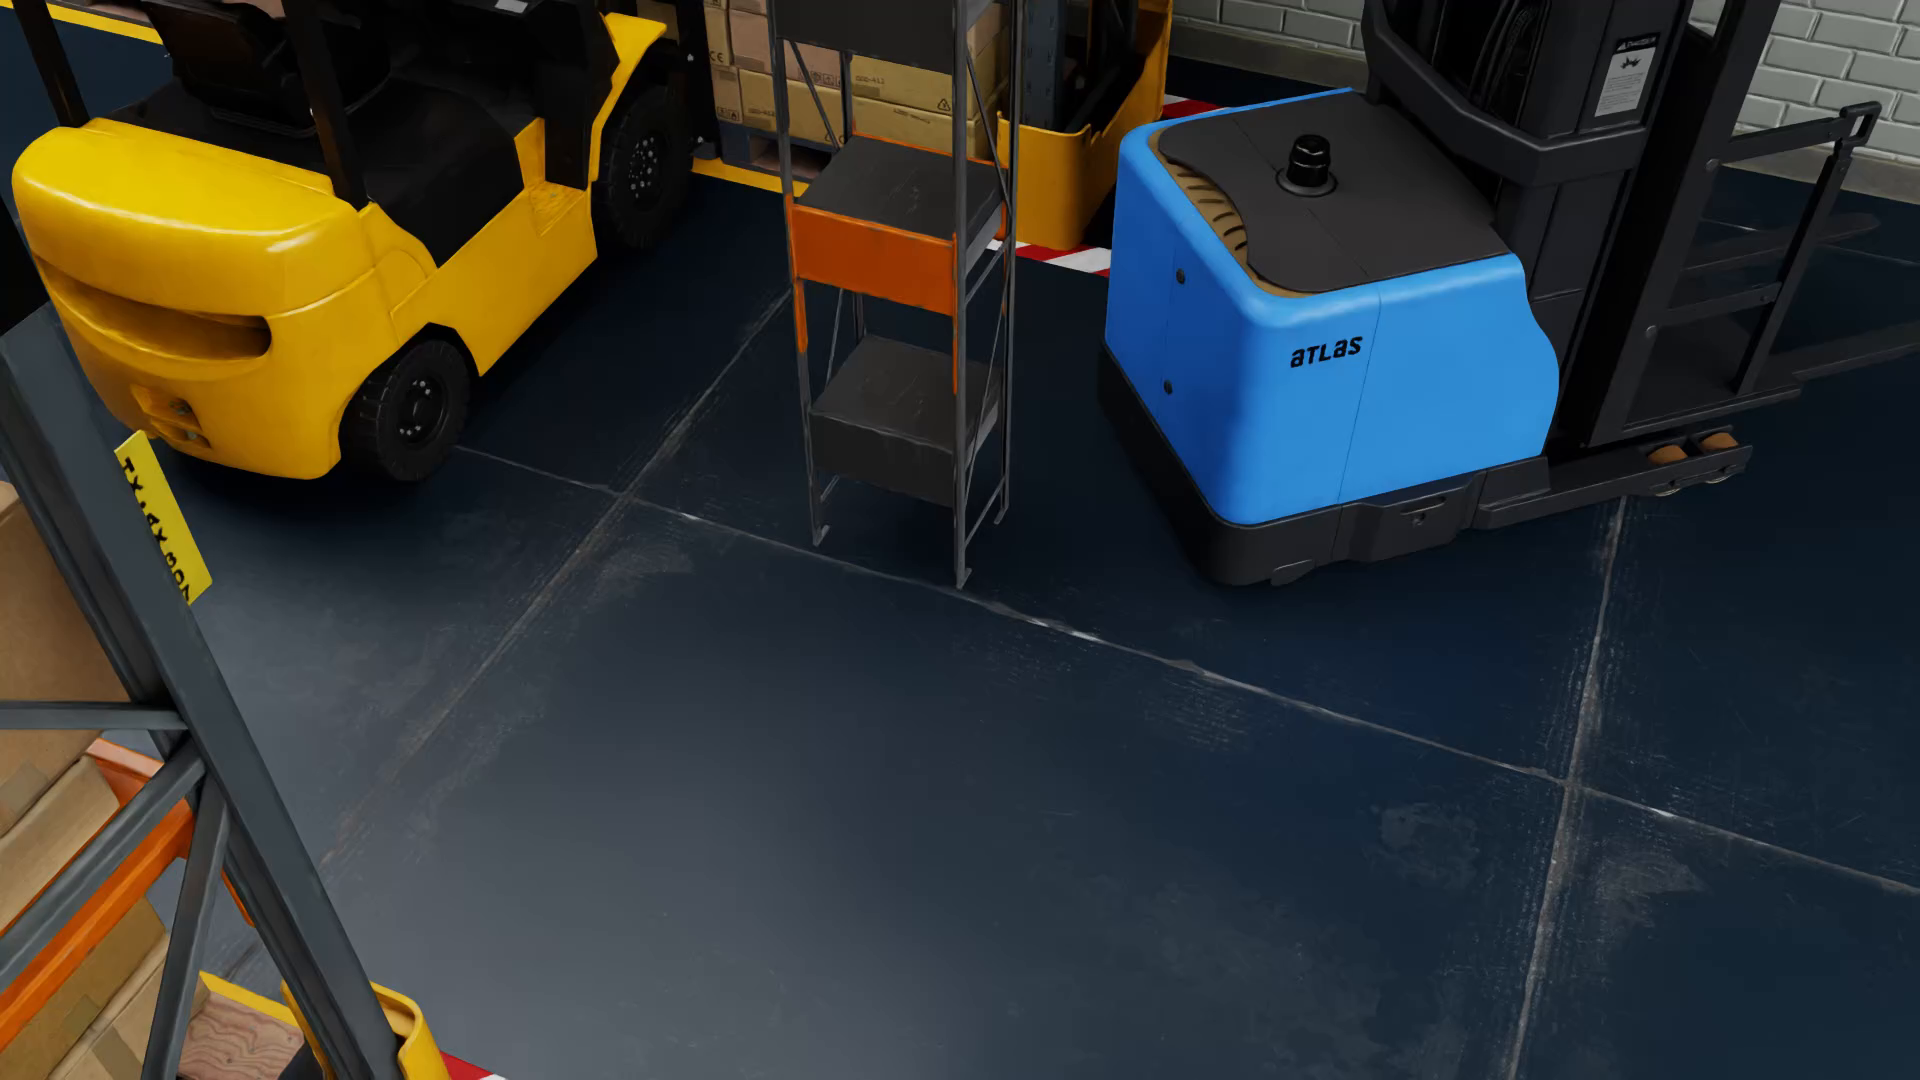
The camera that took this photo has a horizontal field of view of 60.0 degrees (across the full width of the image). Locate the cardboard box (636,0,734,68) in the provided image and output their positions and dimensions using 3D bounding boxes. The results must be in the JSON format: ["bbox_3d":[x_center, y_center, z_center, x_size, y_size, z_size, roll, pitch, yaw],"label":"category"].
[{"bbox_3d":[-1.036,-2.138,6.569,0.500,0.250,0.500,15,47,15],"label":"cardboard box"}]

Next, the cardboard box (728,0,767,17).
[{"bbox_3d":[-0.541,-2.173,6.250,0.500,0.250,0.500,17,47,17],"label":"cardboard box"}]

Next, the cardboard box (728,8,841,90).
[{"bbox_3d":[-0.551,-2.011,6.442,0.500,0.250,0.500,16,47,15],"label":"cardboard box"}]

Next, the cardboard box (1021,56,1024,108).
[{"bbox_3d":[0.099,-2.023,6.808,0.500,0.250,0.500,17,47,16],"label":"cardboard box"}]

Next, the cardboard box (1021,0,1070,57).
[{"bbox_3d":[0.123,-2.202,6.634,0.500,0.250,0.500,17,47,17],"label":"cardboard box"}]

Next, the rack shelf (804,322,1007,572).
[{"bbox_3d":[-0.153,-0.283,5.058,0.480,0.518,0.431,16,47,16],"label":"rack shelf"}]

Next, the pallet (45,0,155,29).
[{"bbox_3d":[-3.909,-2.860,7.975,1.213,0.211,1.003,16,47,16],"label":"pallet"}]

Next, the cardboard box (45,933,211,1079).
[{"bbox_3d":[-2.068,1.071,3.699,0.500,0.250,0.500,16,47,16],"label":"cardboard box"}]

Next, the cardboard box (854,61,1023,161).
[{"bbox_3d":[-0.078,-1.684,6.467,0.500,0.250,0.500,17,47,16],"label":"cardboard box"}]

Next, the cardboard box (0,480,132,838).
[{"bbox_3d":[-1.761,0.194,2.646,0.500,0.500,0.500,16,47,15],"label":"cardboard box"}]

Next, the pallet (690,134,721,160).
[{"bbox_3d":[-1.367,-2.112,7.223,1.213,0.211,1.003,16,47,16],"label":"pallet"}]

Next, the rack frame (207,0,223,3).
[{"bbox_3d":[-3.214,-3.674,6.816,0.127,3.000,1.000,16,47,16],"label":"rack frame"}]

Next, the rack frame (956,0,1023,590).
[{"bbox_3d":[0.072,-0.723,4.488,0.015,2.100,0.400,16,47,16],"label":"rack frame"}]

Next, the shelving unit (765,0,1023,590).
[{"bbox_3d":[-0.153,-0.789,4.555,0.503,2.100,0.431,16,47,16],"label":"shelving unit"}]

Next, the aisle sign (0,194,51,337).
[{"bbox_3d":[-1.254,-0.462,1.745,0.004,0.787,0.394,16,47,16],"label":"aisle sign"}]

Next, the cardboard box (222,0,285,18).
[{"bbox_3d":[-2.895,-2.501,7.289,0.500,0.250,0.500,17,47,16],"label":"cardboard box"}]

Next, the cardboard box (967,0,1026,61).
[{"bbox_3d":[-0.068,-2.038,6.115,0.500,0.250,0.500,18,48,17],"label":"cardboard box"}]

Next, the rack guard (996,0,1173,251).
[{"bbox_3d":[0.499,-1.695,6.599,0.348,0.500,1.175,16,47,16],"label":"rack guard"}]

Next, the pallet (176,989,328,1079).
[{"bbox_3d":[-2.237,1.369,3.725,1.213,0.211,1.003,16,47,16],"label":"pallet"}]

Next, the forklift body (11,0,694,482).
[{"bbox_3d":[-1.975,-1.614,5.348,1.214,2.155,2.313,16,47,16],"label":"forklift body"}]

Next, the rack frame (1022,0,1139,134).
[{"bbox_3d":[0.477,-2.588,5.724,0.127,3.000,1.000,16,47,16],"label":"rack frame"}]

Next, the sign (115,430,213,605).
[{"bbox_3d":[-1.222,-0.016,2.525,0.005,0.325,0.100,16,47,16],"label":"sign"}]

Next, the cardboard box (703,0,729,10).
[{"bbox_3d":[-1.011,-2.304,6.382,0.500,0.250,0.500,17,47,16],"label":"cardboard box"}]

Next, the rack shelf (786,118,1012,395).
[{"bbox_3d":[-0.153,-0.780,4.564,0.480,0.518,0.431,16,47,16],"label":"rack shelf"}]

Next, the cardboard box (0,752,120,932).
[{"bbox_3d":[-1.664,0.506,2.793,0.250,0.149,0.380,17,47,16],"label":"cardboard box"}]

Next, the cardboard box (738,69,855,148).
[{"bbox_3d":[-0.533,-1.825,6.609,0.500,0.250,0.500,16,47,16],"label":"cardboard box"}]

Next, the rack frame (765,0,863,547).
[{"bbox_3d":[-0.378,-0.856,4.621,0.015,2.100,0.400,16,47,16],"label":"rack frame"}]

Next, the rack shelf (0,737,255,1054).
[{"bbox_3d":[-3.276,0.356,3.275,4.000,0.370,1.077,16,47,16],"label":"rack shelf"}]

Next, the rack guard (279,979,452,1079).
[{"bbox_3d":[-1.500,1.510,3.378,0.348,0.500,1.175,16,47,16],"label":"rack guard"}]

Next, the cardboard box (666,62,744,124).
[{"bbox_3d":[-0.992,-1.967,6.752,0.500,0.250,0.500,17,47,16],"label":"cardboard box"}]

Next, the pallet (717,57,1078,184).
[{"bbox_3d":[-0.245,-1.780,6.889,1.213,0.211,1.003,16,47,16],"label":"pallet"}]

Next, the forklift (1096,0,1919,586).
[{"bbox_3d":[2.037,-1.522,4.701,3.031,2.935,1.130,-13,46,-13],"label":"forklift"}]

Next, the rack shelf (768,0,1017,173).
[{"bbox_3d":[-0.153,-1.276,4.070,0.480,0.518,0.431,16,47,16],"label":"rack shelf"}]

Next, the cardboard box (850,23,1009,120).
[{"bbox_3d":[-0.092,-1.868,6.298,0.500,0.250,0.500,16,47,15],"label":"cardboard box"}]

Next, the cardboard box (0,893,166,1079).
[{"bbox_3d":[-2.091,0.799,3.440,0.500,0.500,0.500,15,47,15],"label":"cardboard box"}]
